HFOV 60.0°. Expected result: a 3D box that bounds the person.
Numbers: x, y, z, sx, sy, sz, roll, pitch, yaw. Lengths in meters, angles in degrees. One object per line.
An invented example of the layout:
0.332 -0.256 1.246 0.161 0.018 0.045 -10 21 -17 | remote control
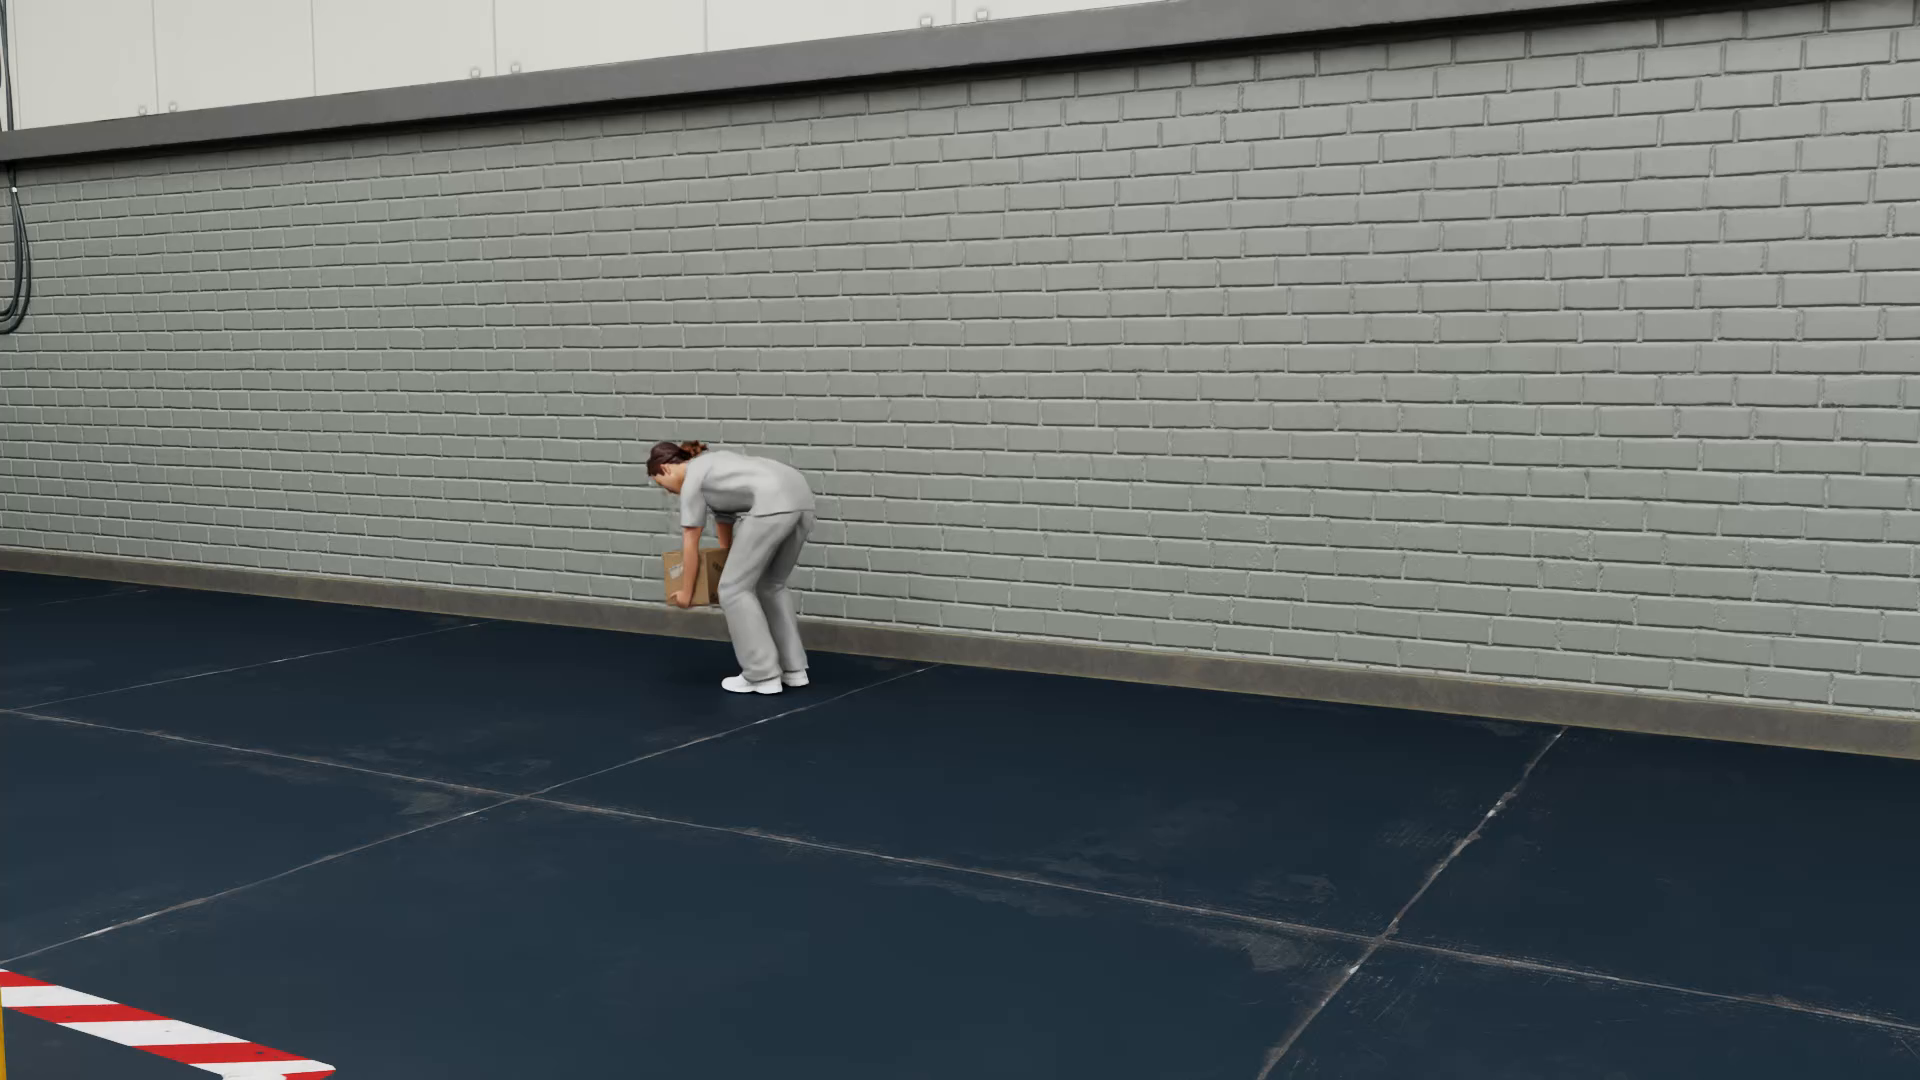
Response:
-1.089 0.113 7.790 0.864 1.149 0.422 3 7 27 | person
